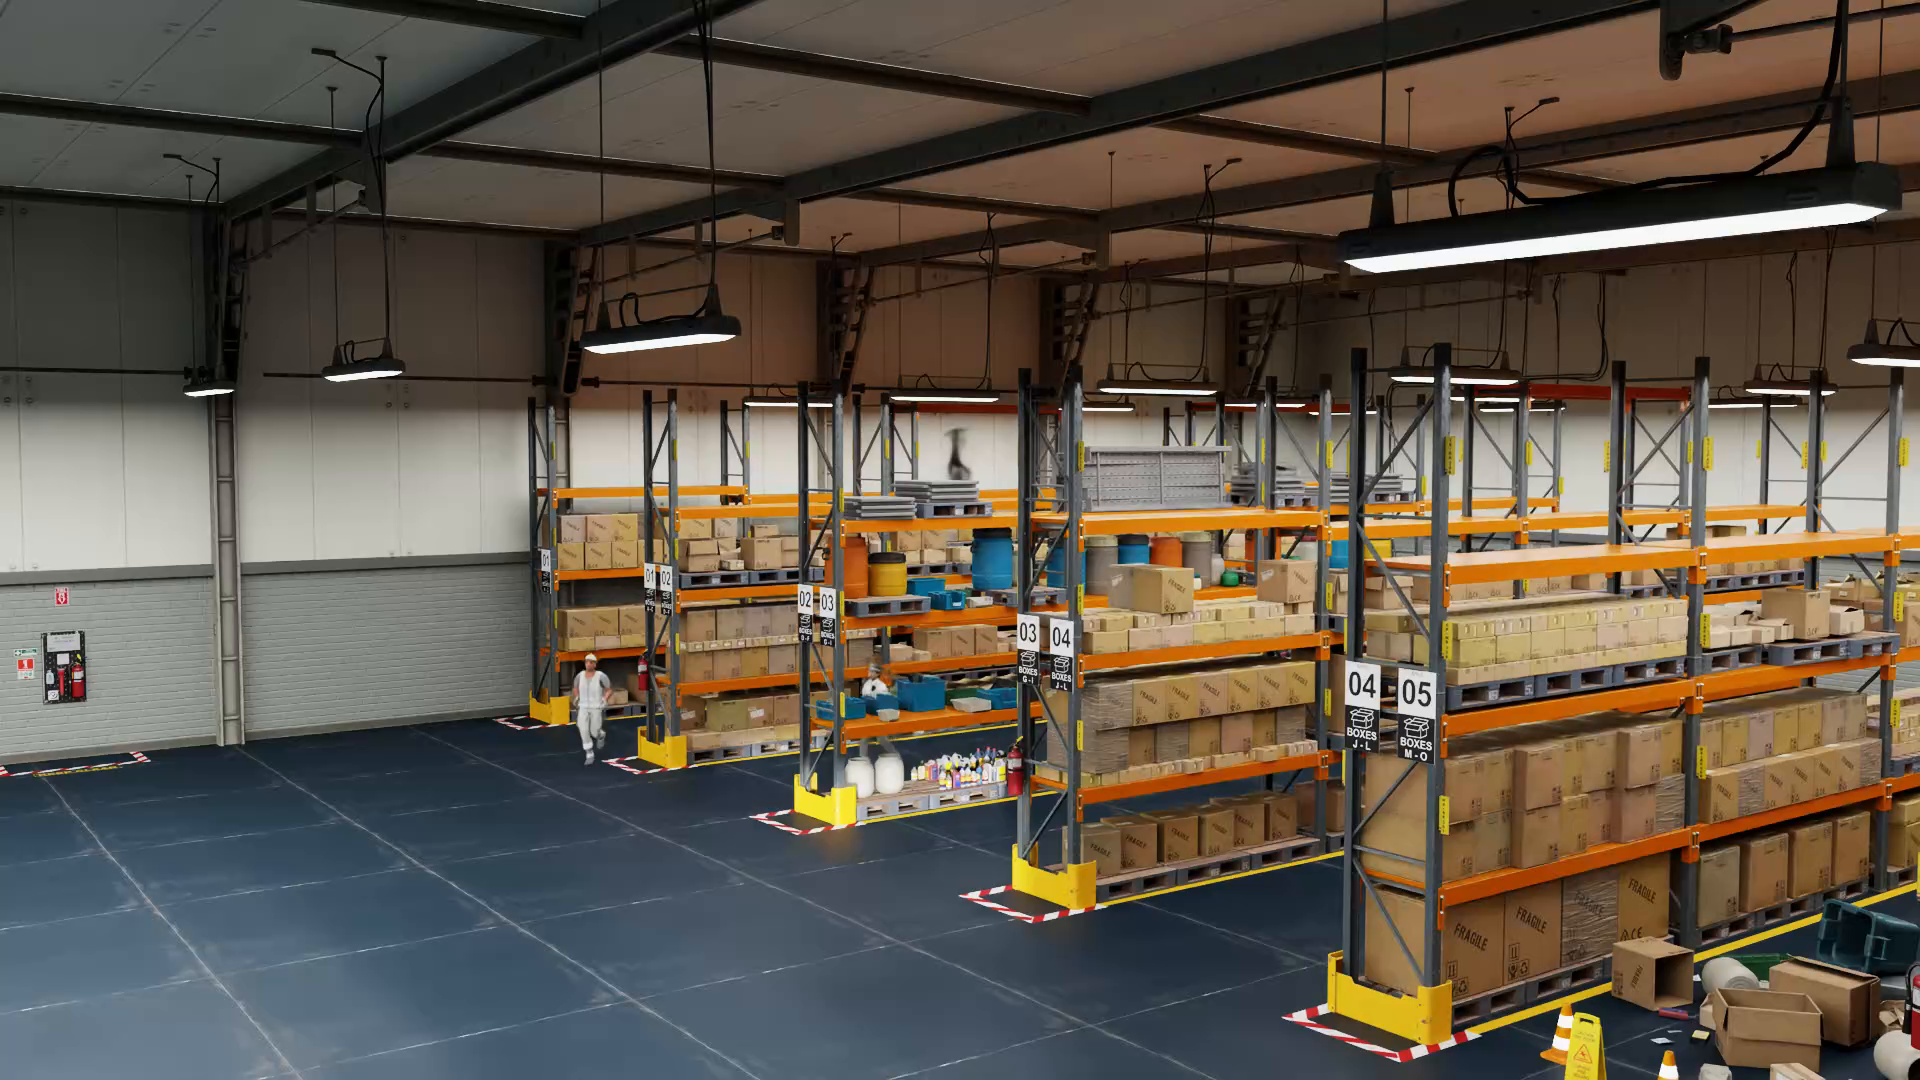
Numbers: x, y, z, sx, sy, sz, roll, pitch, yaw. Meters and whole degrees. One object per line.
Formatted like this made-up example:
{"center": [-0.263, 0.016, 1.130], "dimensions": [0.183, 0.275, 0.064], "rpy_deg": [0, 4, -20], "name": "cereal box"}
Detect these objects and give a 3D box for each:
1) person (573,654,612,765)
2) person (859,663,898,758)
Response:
{"center": [-5.958, 2.713, 26.849], "dimensions": [0.649, 1.756, 0.728], "rpy_deg": [0, 3, 3], "name": "person"}
{"center": [-1.325, 2.770, 26.069], "dimensions": [0.611, 1.721, 0.912], "rpy_deg": [3, 4, 41], "name": "person"}
